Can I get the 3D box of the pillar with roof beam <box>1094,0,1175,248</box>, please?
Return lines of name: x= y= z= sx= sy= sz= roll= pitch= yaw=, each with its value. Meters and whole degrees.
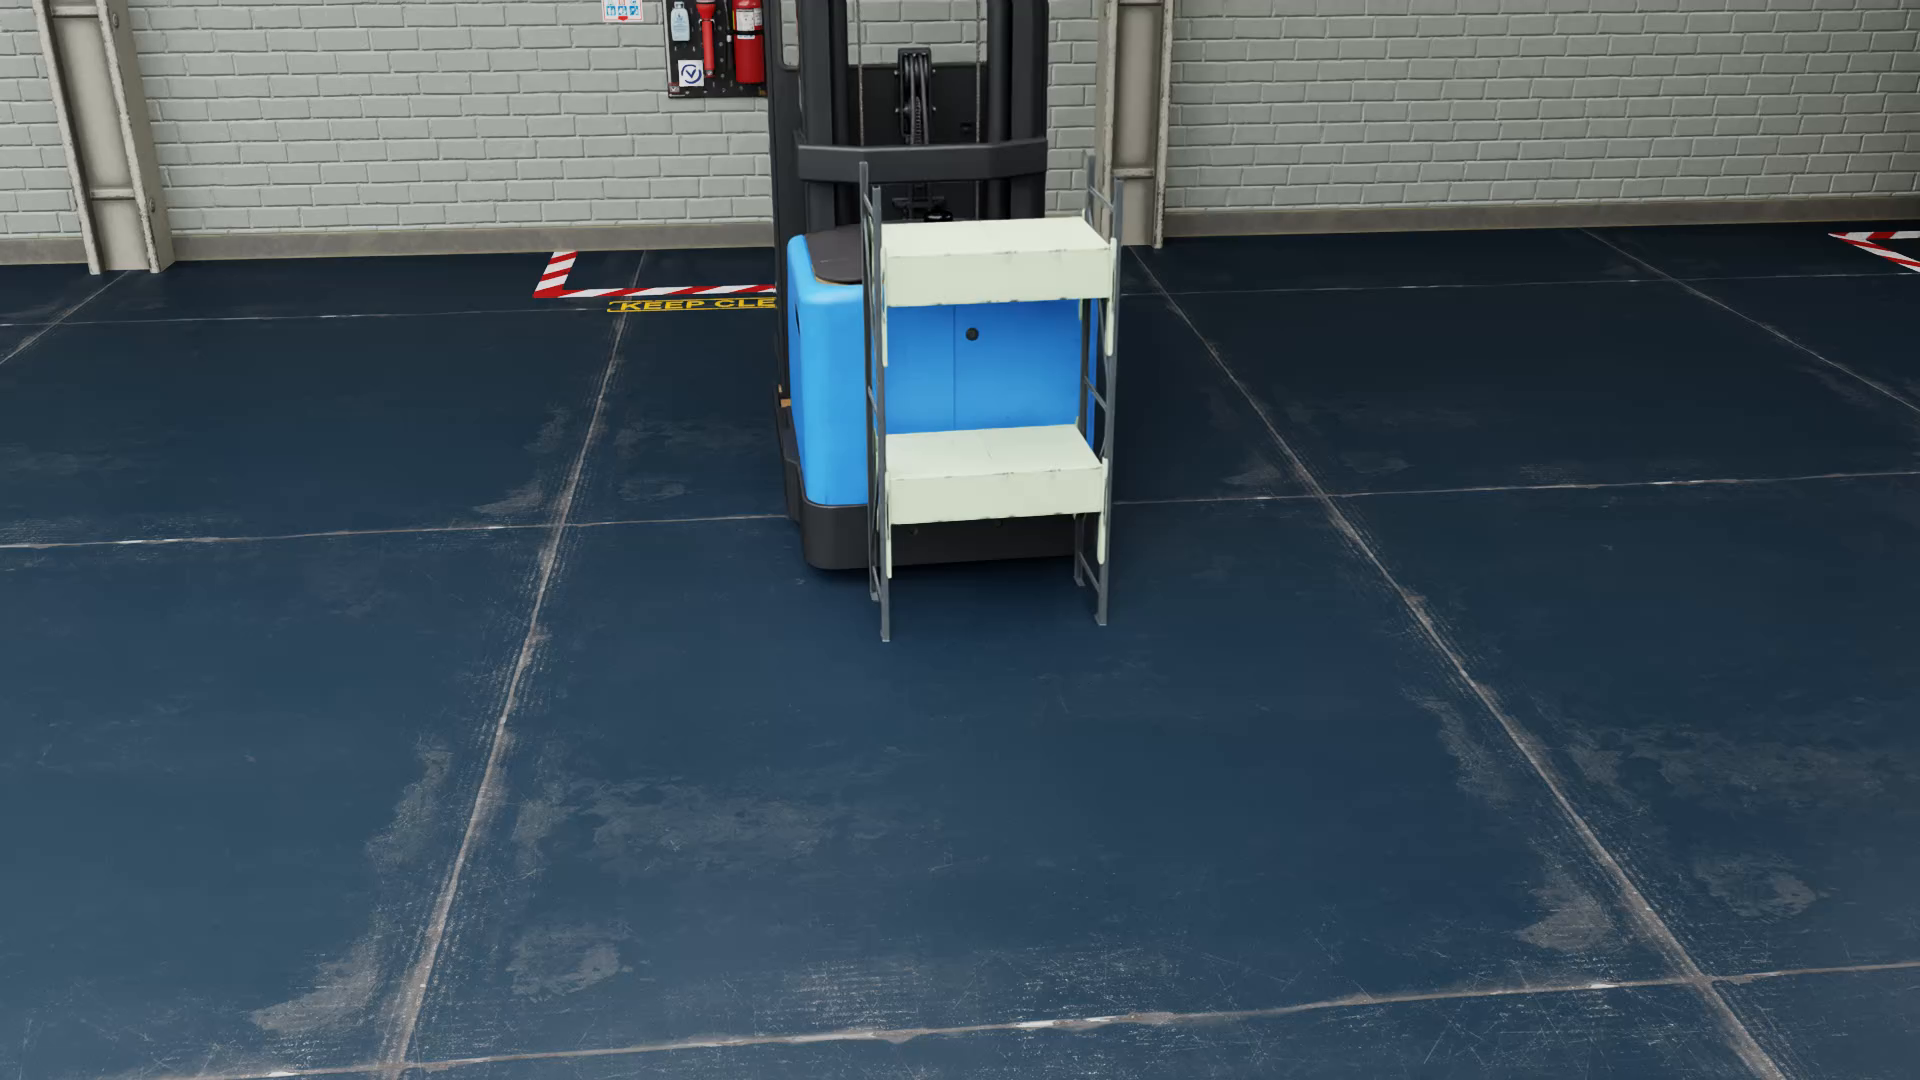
pillar with roof beam: x=1.470 y=-4.241 z=4.712 sx=0.400 sy=9.000 sz=9.100 roll=-2 pitch=24 yaw=-5

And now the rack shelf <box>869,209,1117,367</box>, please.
rack shelf: x=0.088 y=-0.804 z=5.253 sx=0.720 sy=0.370 sz=0.431 roll=-4 pitch=24 yaw=-8

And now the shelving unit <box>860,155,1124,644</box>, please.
shelving unit: x=0.088 y=-0.448 z=5.411 sx=0.755 sy=1.500 sz=0.431 roll=-4 pitch=24 yaw=-8

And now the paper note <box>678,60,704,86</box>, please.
paper note: x=-1.599 y=-2.774 z=9.883 sx=0.142 sy=0.148 sz=0.016 roll=-2 pitch=24 yaw=-5

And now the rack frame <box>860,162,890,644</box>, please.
rack frame: x=-0.274 y=-0.424 z=5.358 sx=0.023 sy=1.500 sz=0.400 roll=-4 pitch=24 yaw=-8

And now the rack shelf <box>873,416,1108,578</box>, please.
rack shelf: x=0.088 y=-0.150 z=5.543 sx=0.720 sy=0.370 sz=0.431 roll=-4 pitch=24 yaw=-8

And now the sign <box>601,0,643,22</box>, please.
sign: x=-1.976 y=-3.192 z=9.695 sx=0.234 sy=0.329 sz=0.001 roll=-2 pitch=24 yaw=-5

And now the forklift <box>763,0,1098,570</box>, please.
forklift: x=-0.240 y=-1.802 z=6.697 sx=1.130 sy=2.935 sz=3.031 roll=-3 pitch=24 yaw=-8

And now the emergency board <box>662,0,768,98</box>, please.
emergency board: x=-1.416 y=-3.156 z=9.658 sx=0.643 sy=1.169 sz=0.194 roll=-2 pitch=24 yaw=-5

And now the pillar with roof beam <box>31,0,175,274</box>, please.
pillar with roof beam: x=-4.501 y=-4.001 z=4.173 sx=0.400 sy=9.000 sz=9.100 roll=-2 pitch=24 yaw=-5

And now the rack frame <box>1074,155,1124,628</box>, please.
rack frame: x=0.449 y=-0.471 z=5.464 sx=0.023 sy=1.500 sz=0.400 roll=-4 pitch=24 yaw=-8
